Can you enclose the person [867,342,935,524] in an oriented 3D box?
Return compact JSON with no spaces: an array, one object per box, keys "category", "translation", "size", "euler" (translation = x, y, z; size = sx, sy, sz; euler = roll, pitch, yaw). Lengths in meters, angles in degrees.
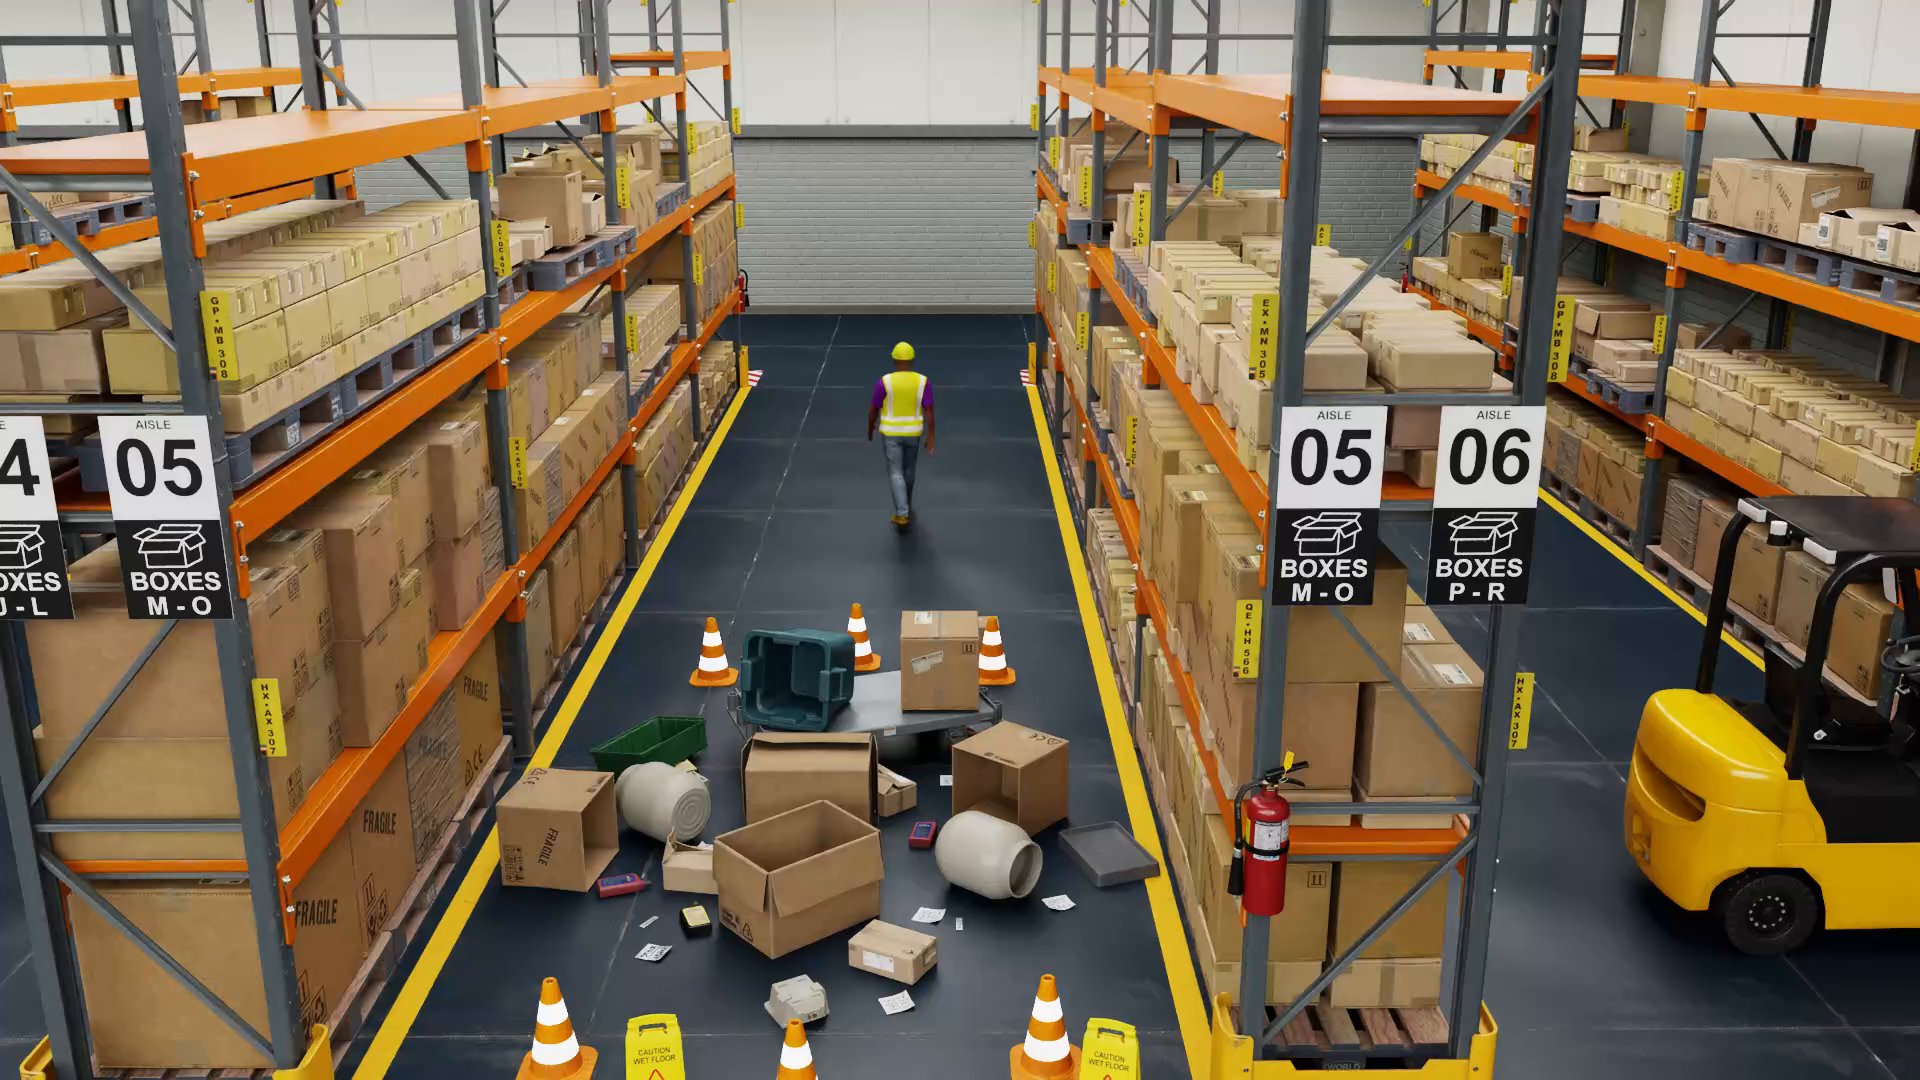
[{"category":"person","translation":[-0.573,-1.046,15.942],"size":[0.606,1.724,1.033],"euler":[-4,18,-14]}]
